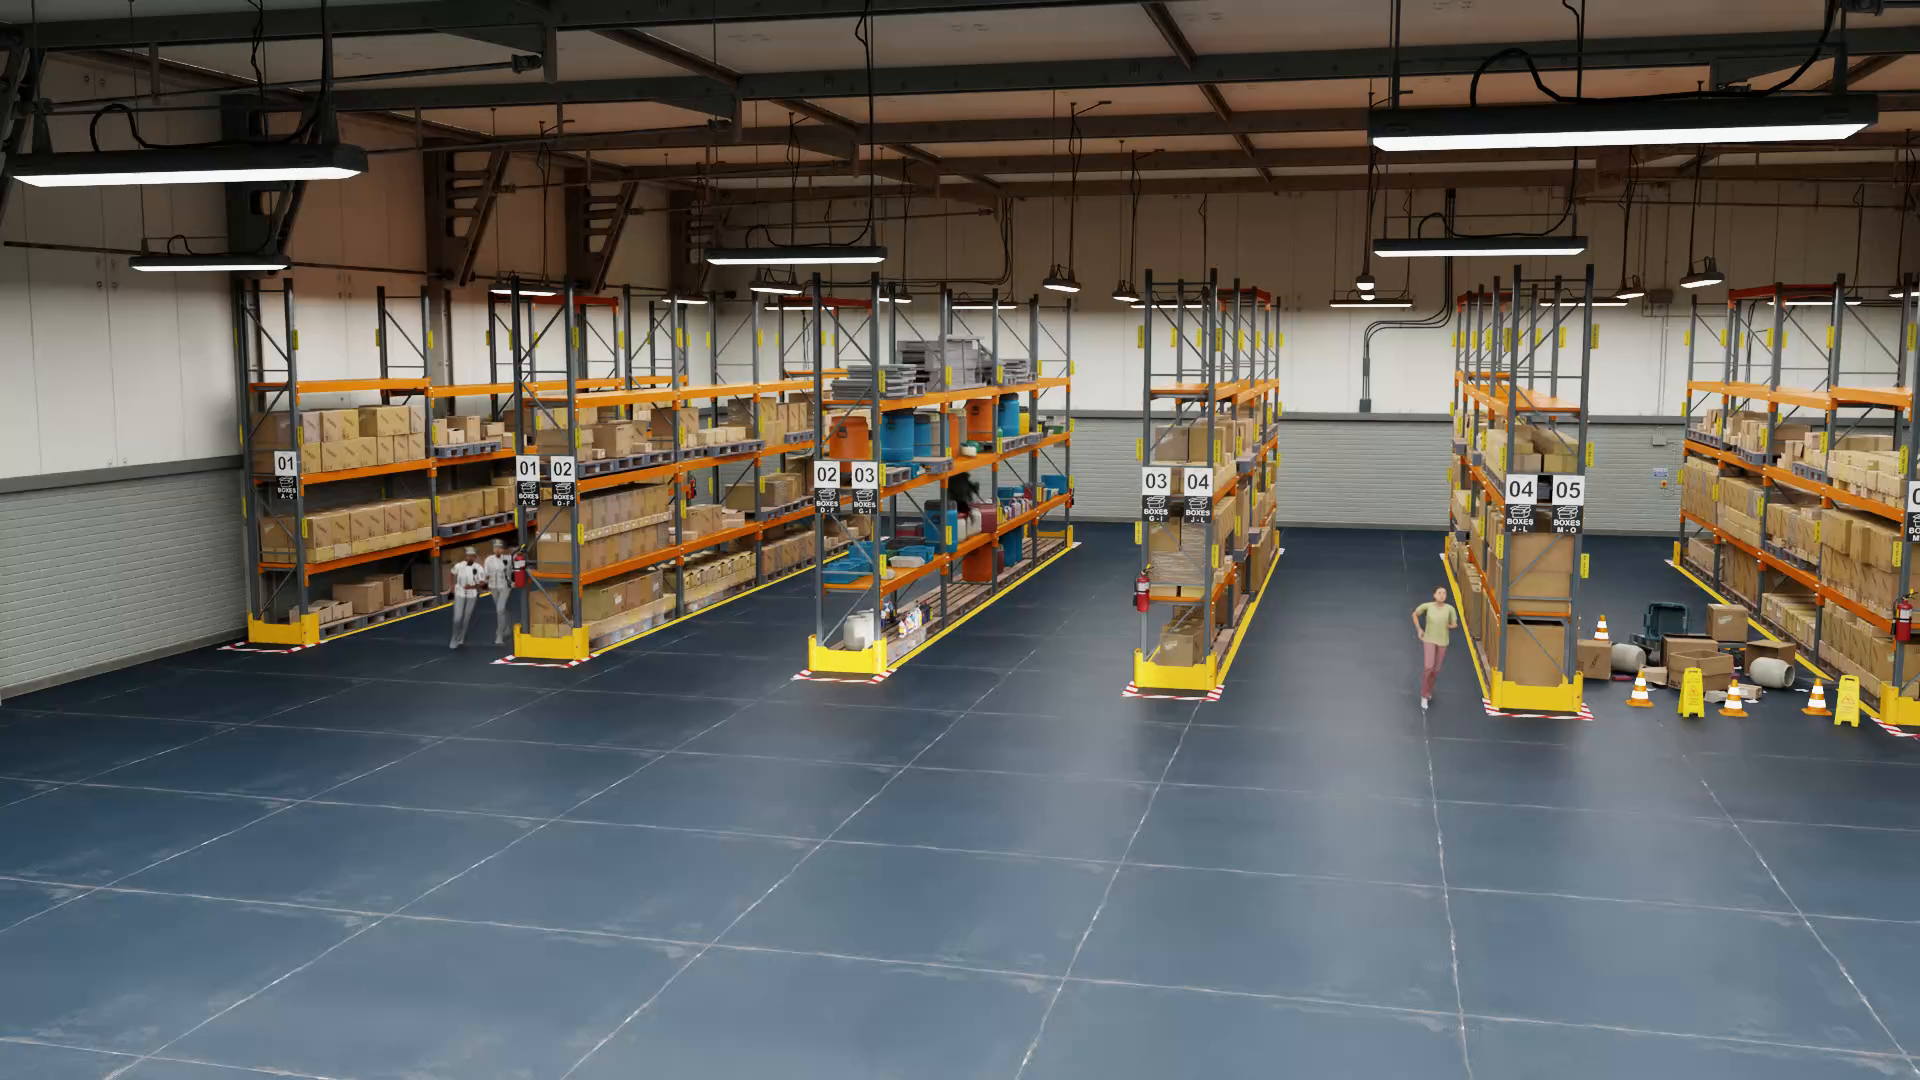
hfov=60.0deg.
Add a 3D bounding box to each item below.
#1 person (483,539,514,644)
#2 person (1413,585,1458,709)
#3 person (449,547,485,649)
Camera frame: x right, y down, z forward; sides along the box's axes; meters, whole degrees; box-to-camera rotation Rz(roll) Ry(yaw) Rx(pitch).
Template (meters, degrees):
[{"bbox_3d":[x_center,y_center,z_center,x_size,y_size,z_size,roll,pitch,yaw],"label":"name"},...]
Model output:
[{"bbox_3d":[-7.701,0.841,27.821,0.582,1.751,0.781,1,7,8],"label":"person"},{"bbox_3d":[6.548,1.458,22.898,0.576,1.716,0.698,0,7,2],"label":"person"},{"bbox_3d":[-8.056,0.941,27.159,0.597,1.696,0.636,-2,7,-17],"label":"person"}]
